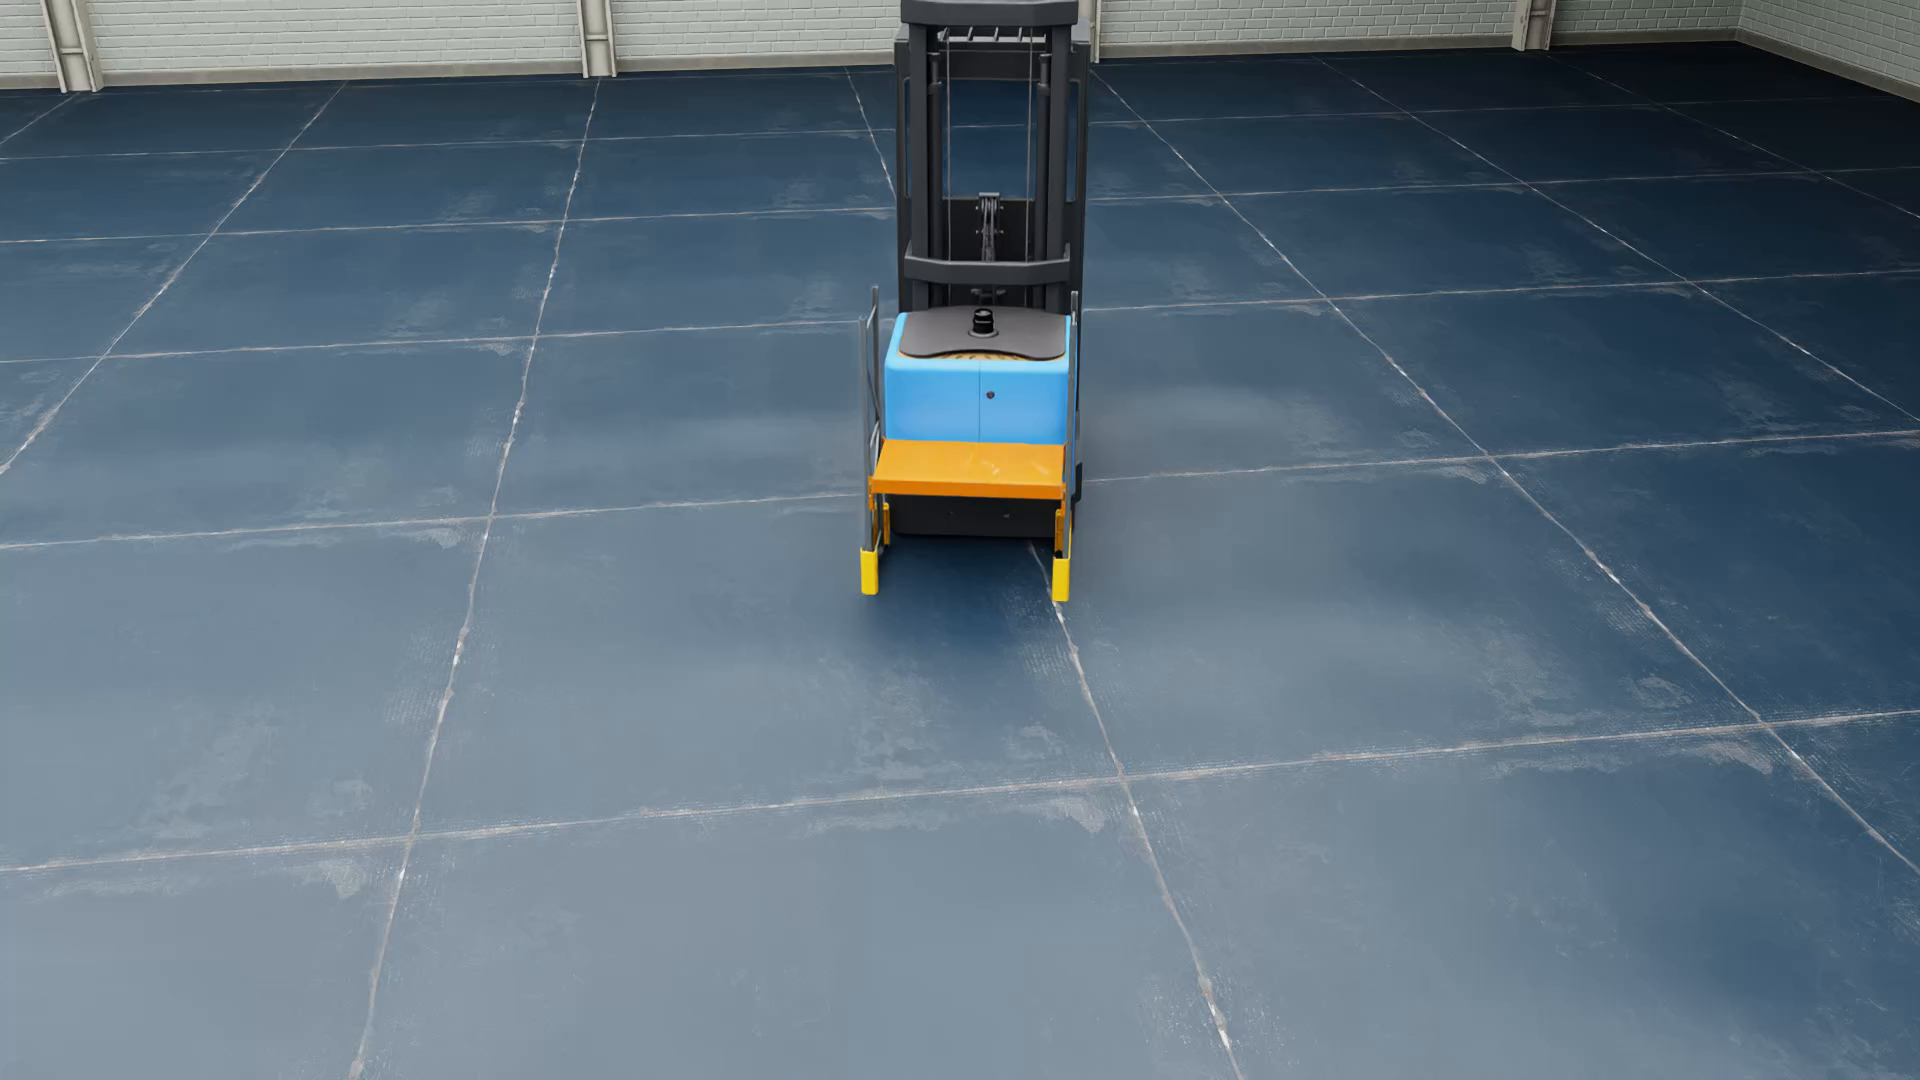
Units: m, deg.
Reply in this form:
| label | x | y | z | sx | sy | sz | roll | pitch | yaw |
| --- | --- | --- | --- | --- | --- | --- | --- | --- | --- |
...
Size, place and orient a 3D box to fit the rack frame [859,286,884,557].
| label | x | y | z | sx | sy | sz | roll | pitch | yaw |
| --- | --- | --- | --- | --- | --- | --- | --- | --- | --- |
| rack frame | -0.452 | -0.514 | 8.608 | 0.032 | 1.500 | 0.500 | 2 | 27 | 4 |

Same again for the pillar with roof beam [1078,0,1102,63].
| label | x | y | z | sx | sy | sz | roll | pitch | yaw |
| --- | --- | --- | --- | --- | --- | --- | --- | --- | --- |
| pillar with roof beam | 2.142 | -8.140 | 15.256 | 0.400 | 9.000 | 9.100 | -4 | 27 | -7 |

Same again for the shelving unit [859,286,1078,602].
| label | x | y | z | sx | sy | sz | roll | pitch | yaw |
| --- | --- | --- | --- | --- | --- | --- | --- | --- | --- |
| shelving unit | 0.045 | -0.496 | 8.573 | 1.083 | 1.500 | 0.587 | 2 | 27 | 4 |

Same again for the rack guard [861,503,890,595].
| label | x | y | z | sx | sy | sz | roll | pitch | yaw |
| --- | --- | --- | --- | --- | --- | --- | --- | --- | --- |
| rack guard | -0.451 | 0.042 | 8.893 | 0.087 | 0.250 | 0.587 | 2 | 27 | 4 |

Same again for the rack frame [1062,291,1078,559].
| label | x | y | z | sx | sy | sz | roll | pitch | yaw |
| --- | --- | --- | --- | --- | --- | --- | --- | --- | --- |
| rack frame | 0.561 | -0.477 | 8.537 | 0.032 | 1.500 | 0.500 | 2 | 27 | 4 |

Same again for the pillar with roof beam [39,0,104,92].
| label | x | y | z | sx | sy | sz | roll | pitch | yaw |
| --- | --- | --- | --- | --- | --- | --- | --- | --- | --- |
| pillar with roof beam | -9.741 | -7.376 | 13.769 | 0.400 | 9.000 | 9.100 | -4 | 27 | -7 |

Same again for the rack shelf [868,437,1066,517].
| label | x | y | z | sx | sy | sz | roll | pitch | yaw |
| --- | --- | --- | --- | --- | --- | --- | --- | --- | --- |
| rack shelf | 0.054 | -0.335 | 8.654 | 1.000 | 0.185 | 0.538 | 2 | 27 | 4 |

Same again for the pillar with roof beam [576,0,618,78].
| label | x | y | z | sx | sy | sz | roll | pitch | yaw |
| --- | --- | --- | --- | --- | --- | --- | --- | --- | --- |
| pillar with roof beam | -3.799 | -7.758 | 14.512 | 0.400 | 9.000 | 9.100 | -4 | 27 | -7 |

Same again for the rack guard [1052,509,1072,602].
| label | x | y | z | sx | sy | sz | roll | pitch | yaw |
| --- | --- | --- | --- | --- | --- | --- | --- | --- | --- |
| rack guard | 0.542 | 0.078 | 8.824 | 0.087 | 0.250 | 0.587 | 2 | 27 | 4 |

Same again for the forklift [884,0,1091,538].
| label | x | y | z | sx | sy | sz | roll | pitch | yaw |
| --- | --- | --- | --- | --- | --- | --- | --- | --- | --- |
| forklift | 0.194 | -1.952 | 9.844 | 1.130 | 2.935 | 3.031 | 2 | 27 | 3 |

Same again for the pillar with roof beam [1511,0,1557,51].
| label | x | y | z | sx | sy | sz | roll | pitch | yaw |
| --- | --- | --- | --- | --- | --- | --- | --- | --- | --- |
| pillar with roof beam | 8.084 | -8.521 | 16.000 | 0.400 | 9.000 | 9.100 | -4 | 27 | -7 |
